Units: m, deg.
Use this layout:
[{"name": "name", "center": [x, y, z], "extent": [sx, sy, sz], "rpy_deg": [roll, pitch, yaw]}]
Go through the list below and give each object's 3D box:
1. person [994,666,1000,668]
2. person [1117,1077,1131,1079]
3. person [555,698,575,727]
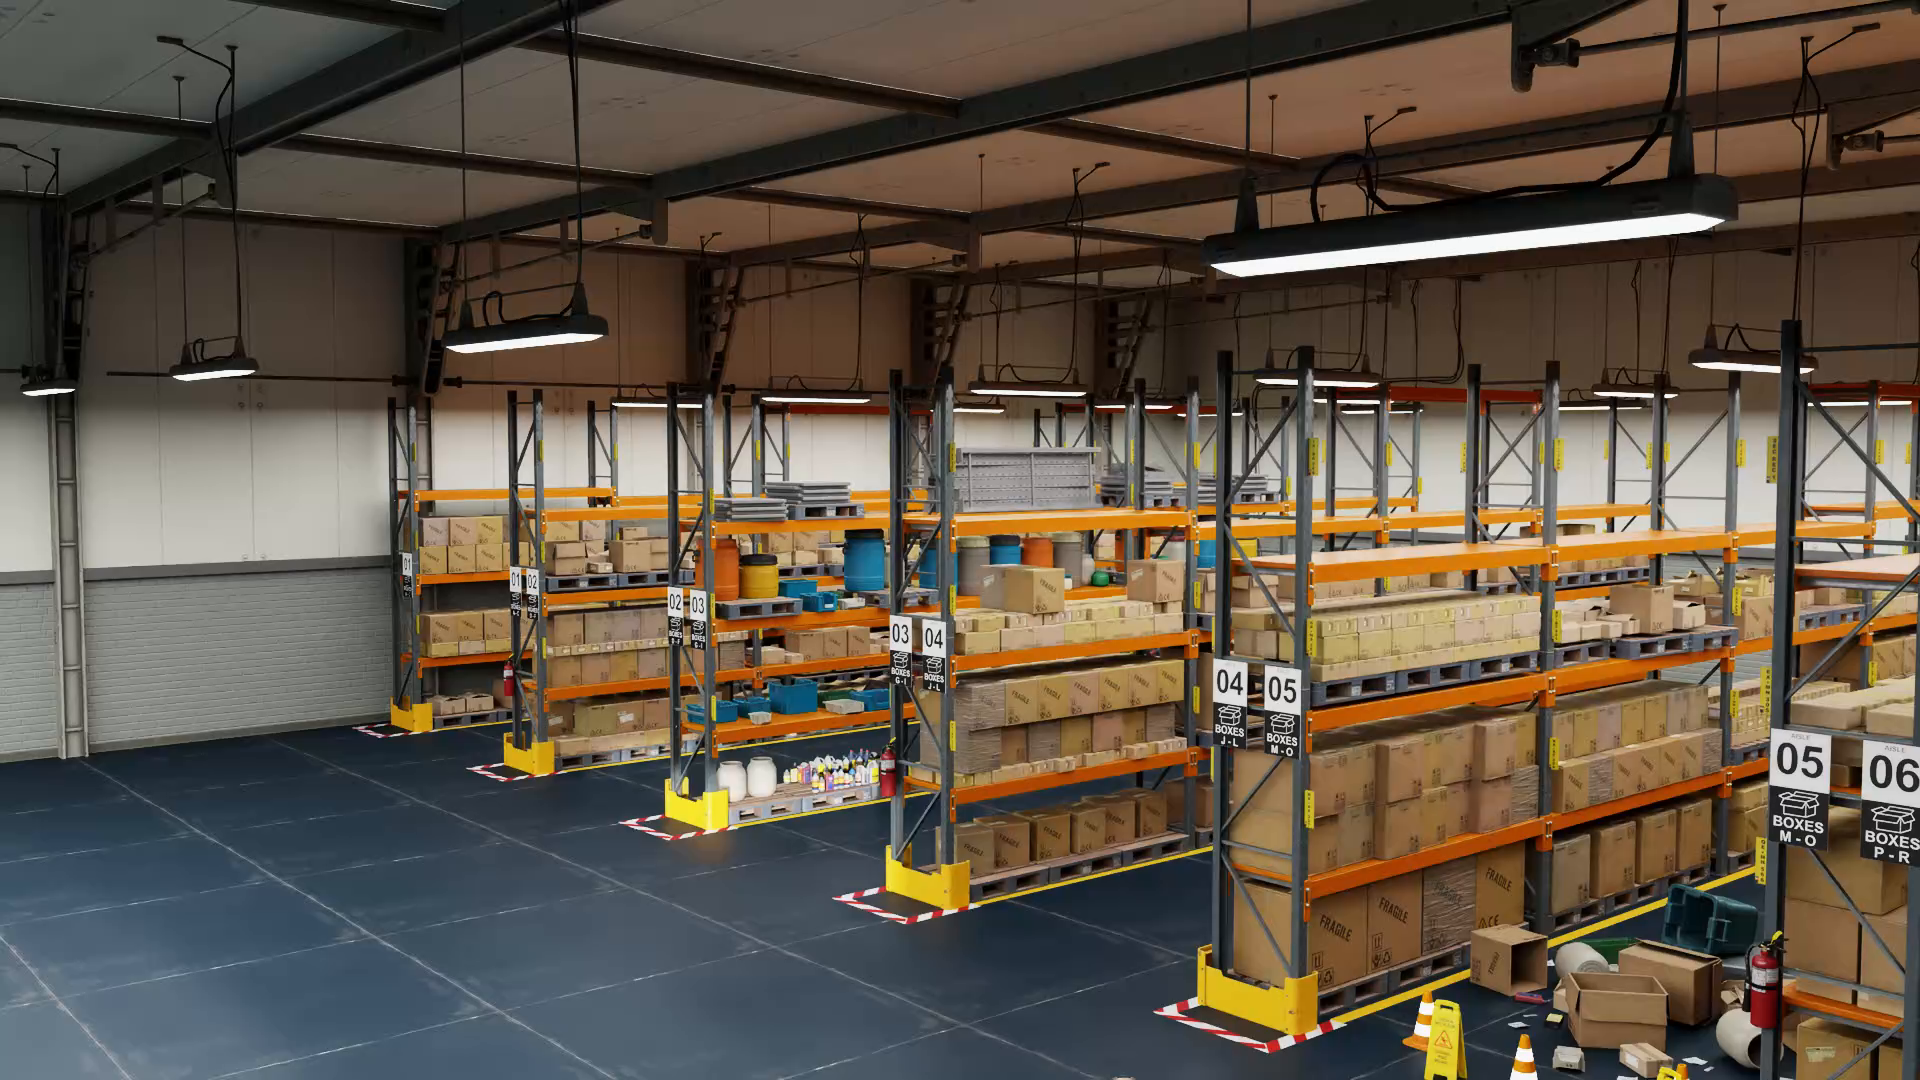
[{"name": "person", "center": [0.371, 2.598, 29.219], "extent": [0.647, 1.717, 0.943], "rpy_deg": [3, 4, 38]}, {"name": "person", "center": [0.845, 3.763, 8.835], "extent": [0.671, 1.851, 0.872], "rpy_deg": [0, 3, -1]}, {"name": "person", "center": [-6.765, 2.667, 28.236], "extent": [0.572, 1.653, 0.916], "rpy_deg": [3, 5, 43]}]
